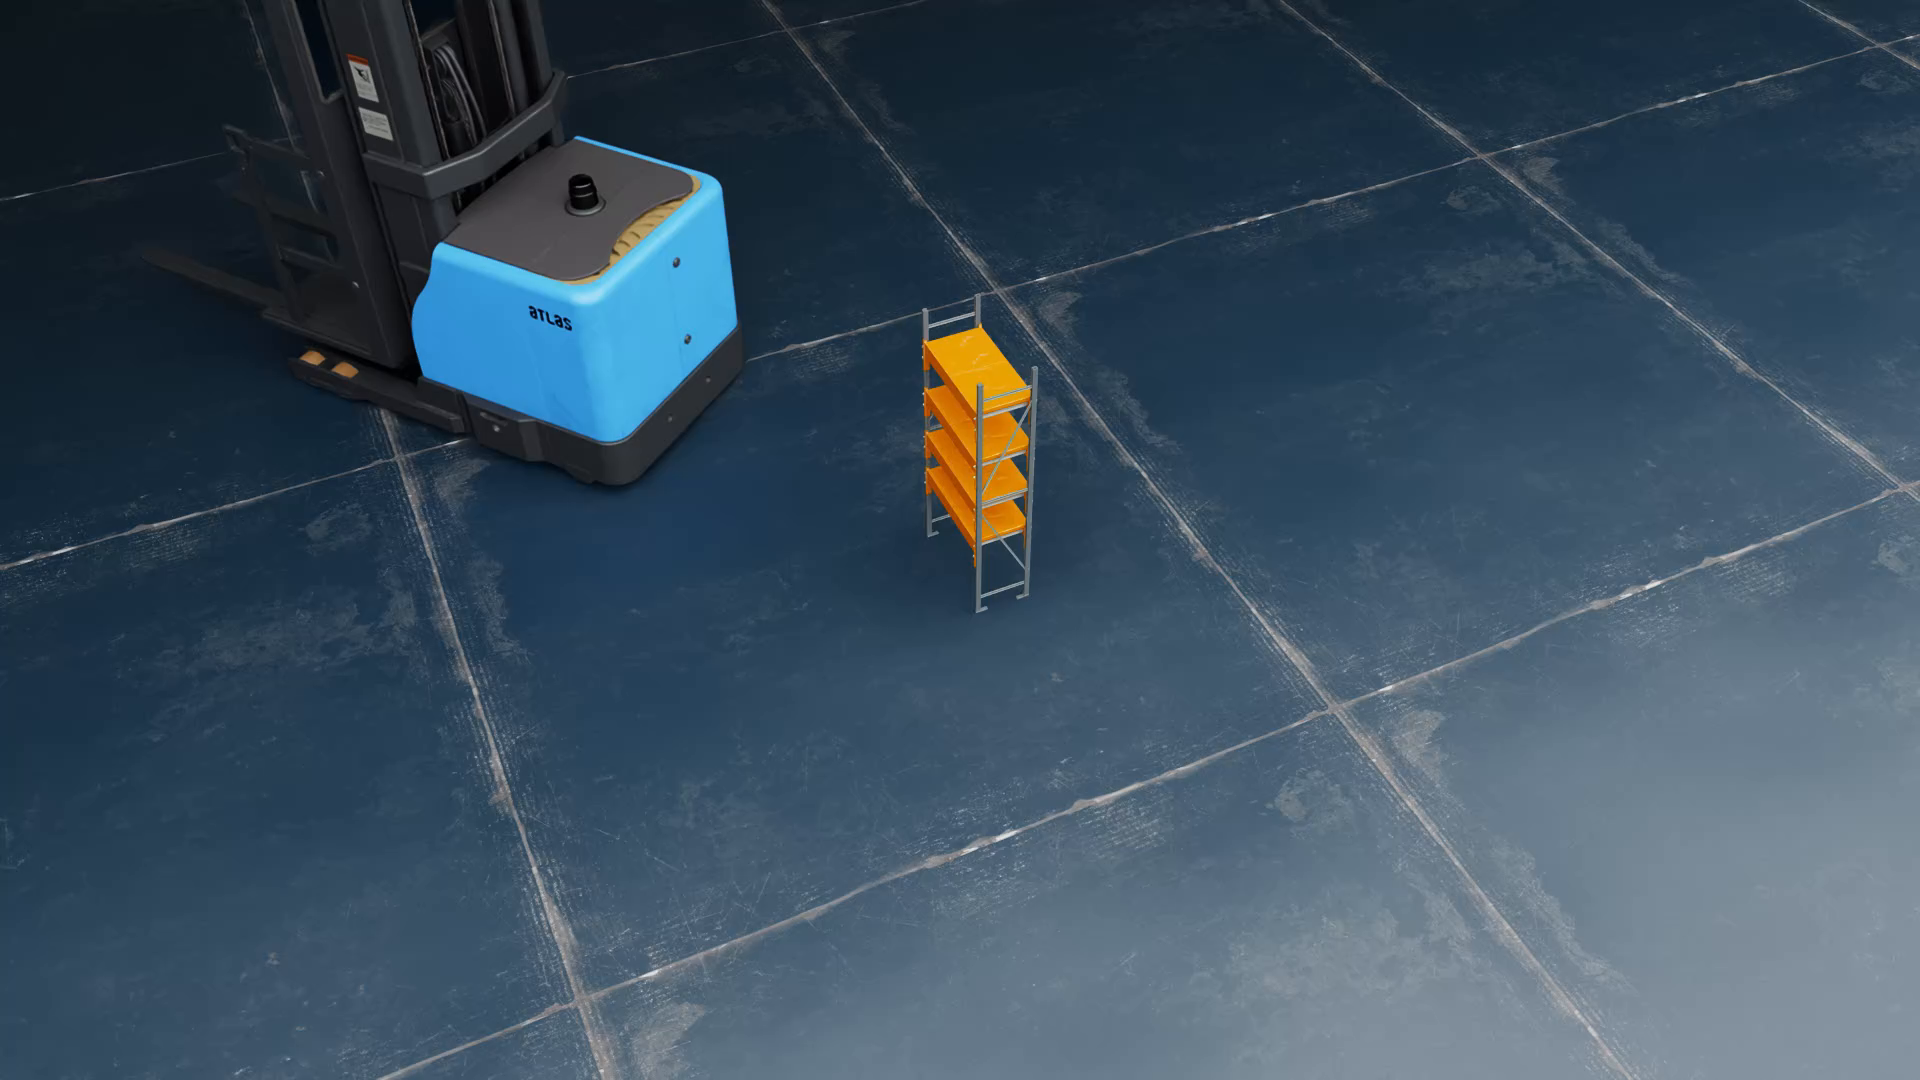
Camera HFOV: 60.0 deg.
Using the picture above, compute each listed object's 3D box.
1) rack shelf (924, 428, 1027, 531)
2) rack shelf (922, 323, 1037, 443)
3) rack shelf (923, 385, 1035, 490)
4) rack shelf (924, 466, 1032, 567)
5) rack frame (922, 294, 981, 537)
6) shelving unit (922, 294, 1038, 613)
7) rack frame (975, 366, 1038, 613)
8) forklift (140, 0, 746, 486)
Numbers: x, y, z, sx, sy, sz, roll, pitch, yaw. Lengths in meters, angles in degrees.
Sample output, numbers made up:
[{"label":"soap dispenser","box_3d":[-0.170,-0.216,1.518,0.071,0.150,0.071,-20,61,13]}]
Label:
[{"label":"rack shelf","box_3d":[0.070,-0.274,6.638,0.258,0.148,0.480,-18,47,-17]},{"label":"rack shelf","box_3d":[0.070,-0.601,6.315,0.258,0.148,0.480,-18,47,-17]},{"label":"rack shelf","box_3d":[0.070,-0.433,6.481,0.258,0.148,0.480,-18,47,-17]},{"label":"rack shelf","box_3d":[0.070,-0.132,6.777,0.258,0.148,0.480,-18,47,-17]},{"label":"rack frame","box_3d":[-0.033,-0.477,6.748,0.240,1.200,0.015,-18,47,-17]},{"label":"shelving unit","box_3d":[0.070,-0.322,6.591,0.258,1.200,0.503,-18,47,-17]},{"label":"rack frame","box_3d":[0.172,-0.166,6.433,0.240,1.200,0.015,-18,47,-17]},{"label":"forklift","box_3d":[-2.564,-2.016,7.075,3.031,2.935,1.130,20,48,19]}]
